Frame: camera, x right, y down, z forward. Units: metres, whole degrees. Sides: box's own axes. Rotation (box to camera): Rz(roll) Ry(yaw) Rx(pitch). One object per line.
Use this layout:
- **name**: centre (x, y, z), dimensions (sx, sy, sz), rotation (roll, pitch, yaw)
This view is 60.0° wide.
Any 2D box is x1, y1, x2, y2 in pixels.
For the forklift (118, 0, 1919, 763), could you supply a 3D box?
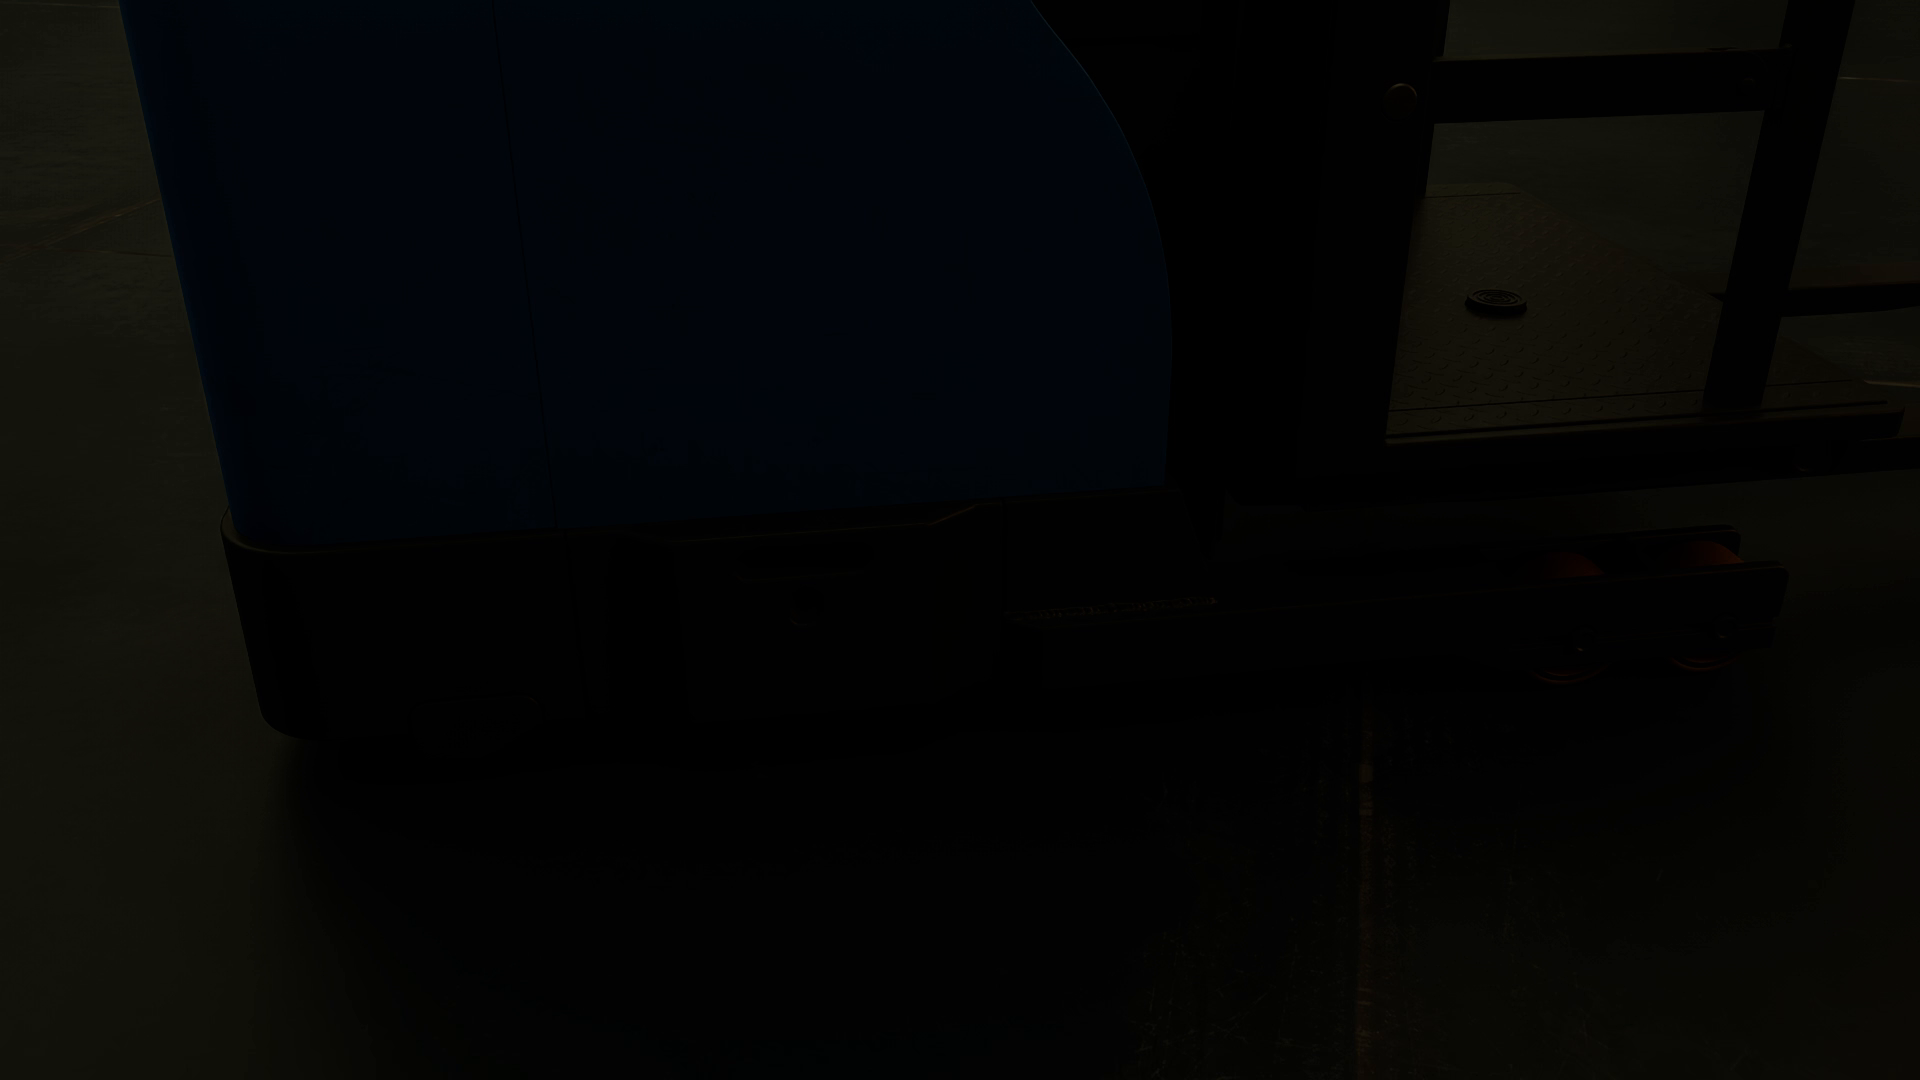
- **forklift**: centre (0.600, -1.354, 1.930), dimensions (3.031, 2.935, 1.130), rotation (-4, 27, -9)
